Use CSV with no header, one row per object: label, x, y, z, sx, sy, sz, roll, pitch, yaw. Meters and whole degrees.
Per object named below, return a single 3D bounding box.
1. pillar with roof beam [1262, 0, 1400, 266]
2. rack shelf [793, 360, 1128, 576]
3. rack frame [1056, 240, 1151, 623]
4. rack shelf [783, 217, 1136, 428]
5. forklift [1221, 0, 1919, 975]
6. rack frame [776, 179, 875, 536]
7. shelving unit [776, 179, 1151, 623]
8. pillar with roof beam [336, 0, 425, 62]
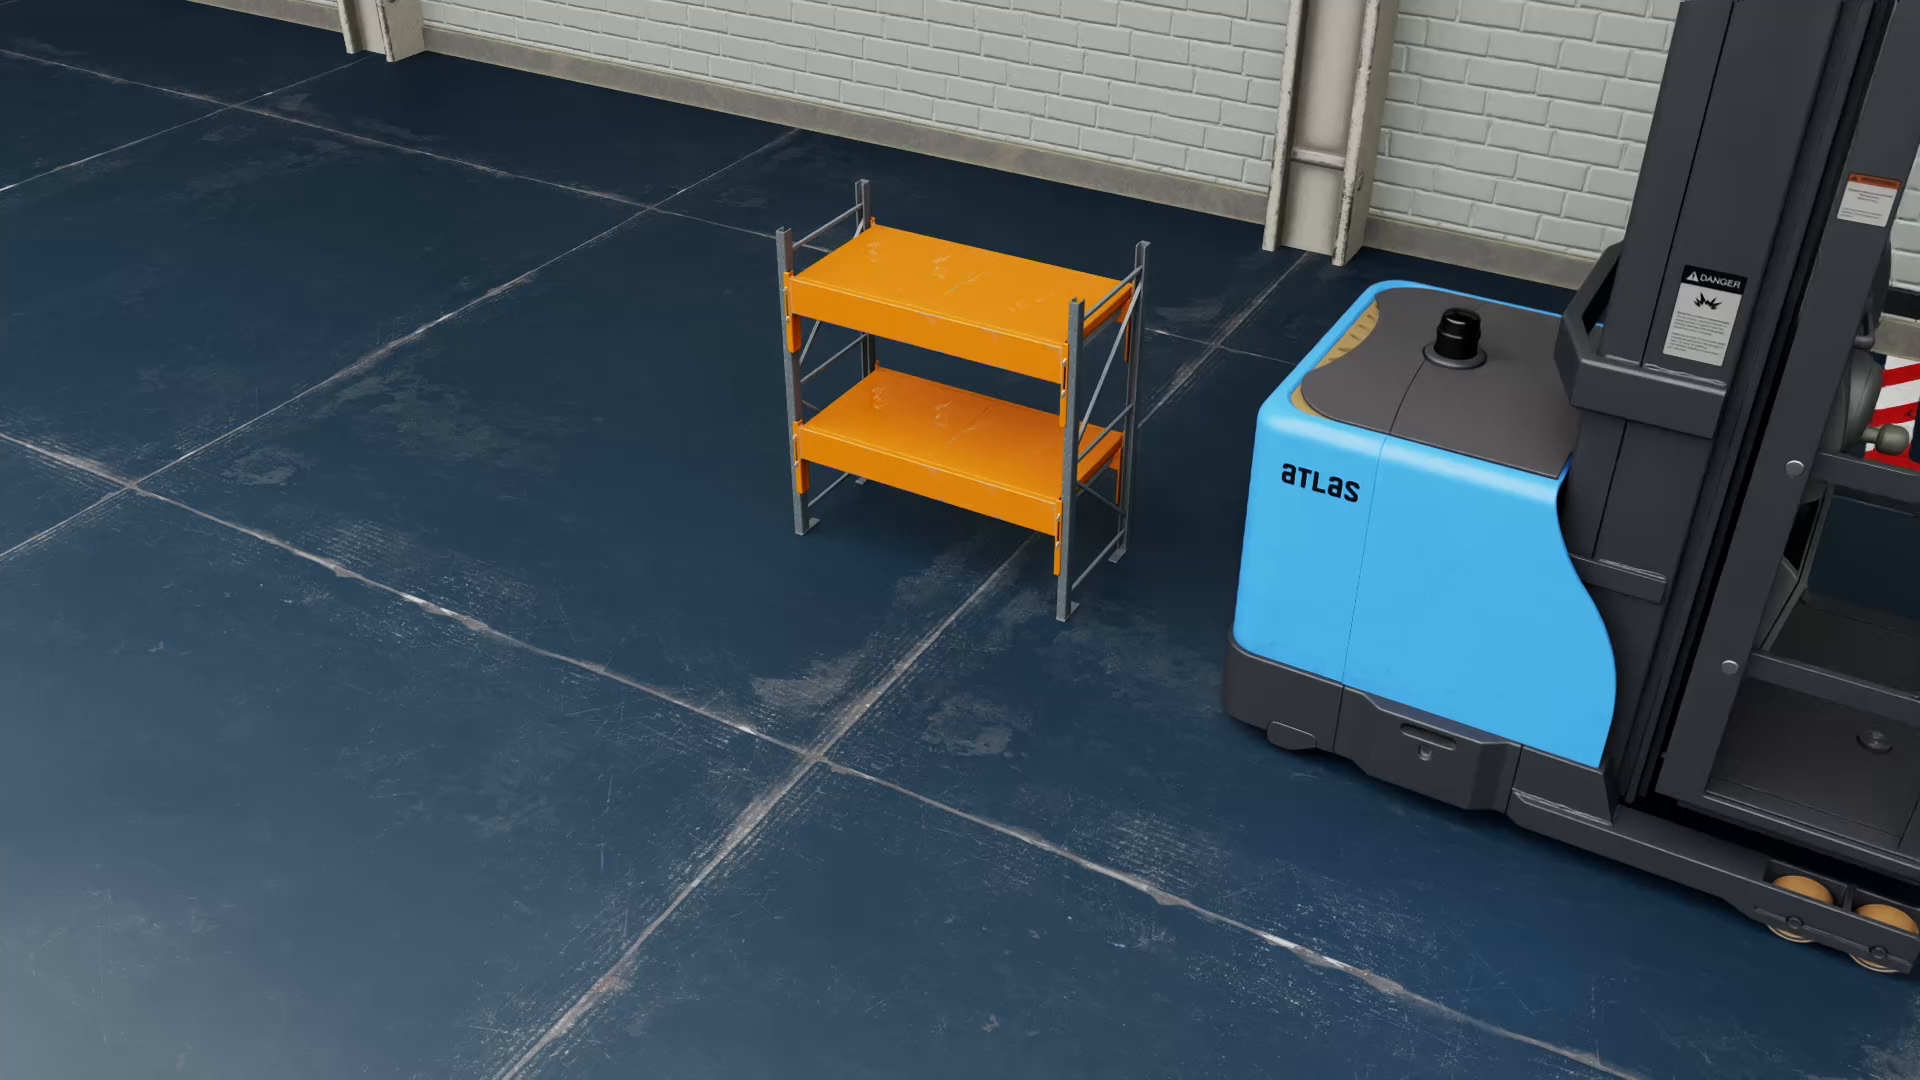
pillar with roof beam,-0.472,-3.058,2.224,0.400,9.000,9.100,18,37,24
rack shelf,0.006,-0.263,5.571,1.000,0.278,0.538,18,37,24
rack frame,0.447,-0.327,5.225,0.032,1.125,0.500,18,37,24
rack shelf,0.006,-0.710,5.273,1.000,0.278,0.538,18,37,24
forklift,2.300,-0.485,3.833,3.031,2.935,1.130,18,38,25
rack frame,-0.435,-0.606,5.645,0.032,1.125,0.500,18,37,24
shelving unit,0.006,-0.466,5.435,1.048,1.125,0.538,18,37,24
pillar with roof beam,-5.681,-4.709,4.702,0.400,9.000,9.100,18,37,24
